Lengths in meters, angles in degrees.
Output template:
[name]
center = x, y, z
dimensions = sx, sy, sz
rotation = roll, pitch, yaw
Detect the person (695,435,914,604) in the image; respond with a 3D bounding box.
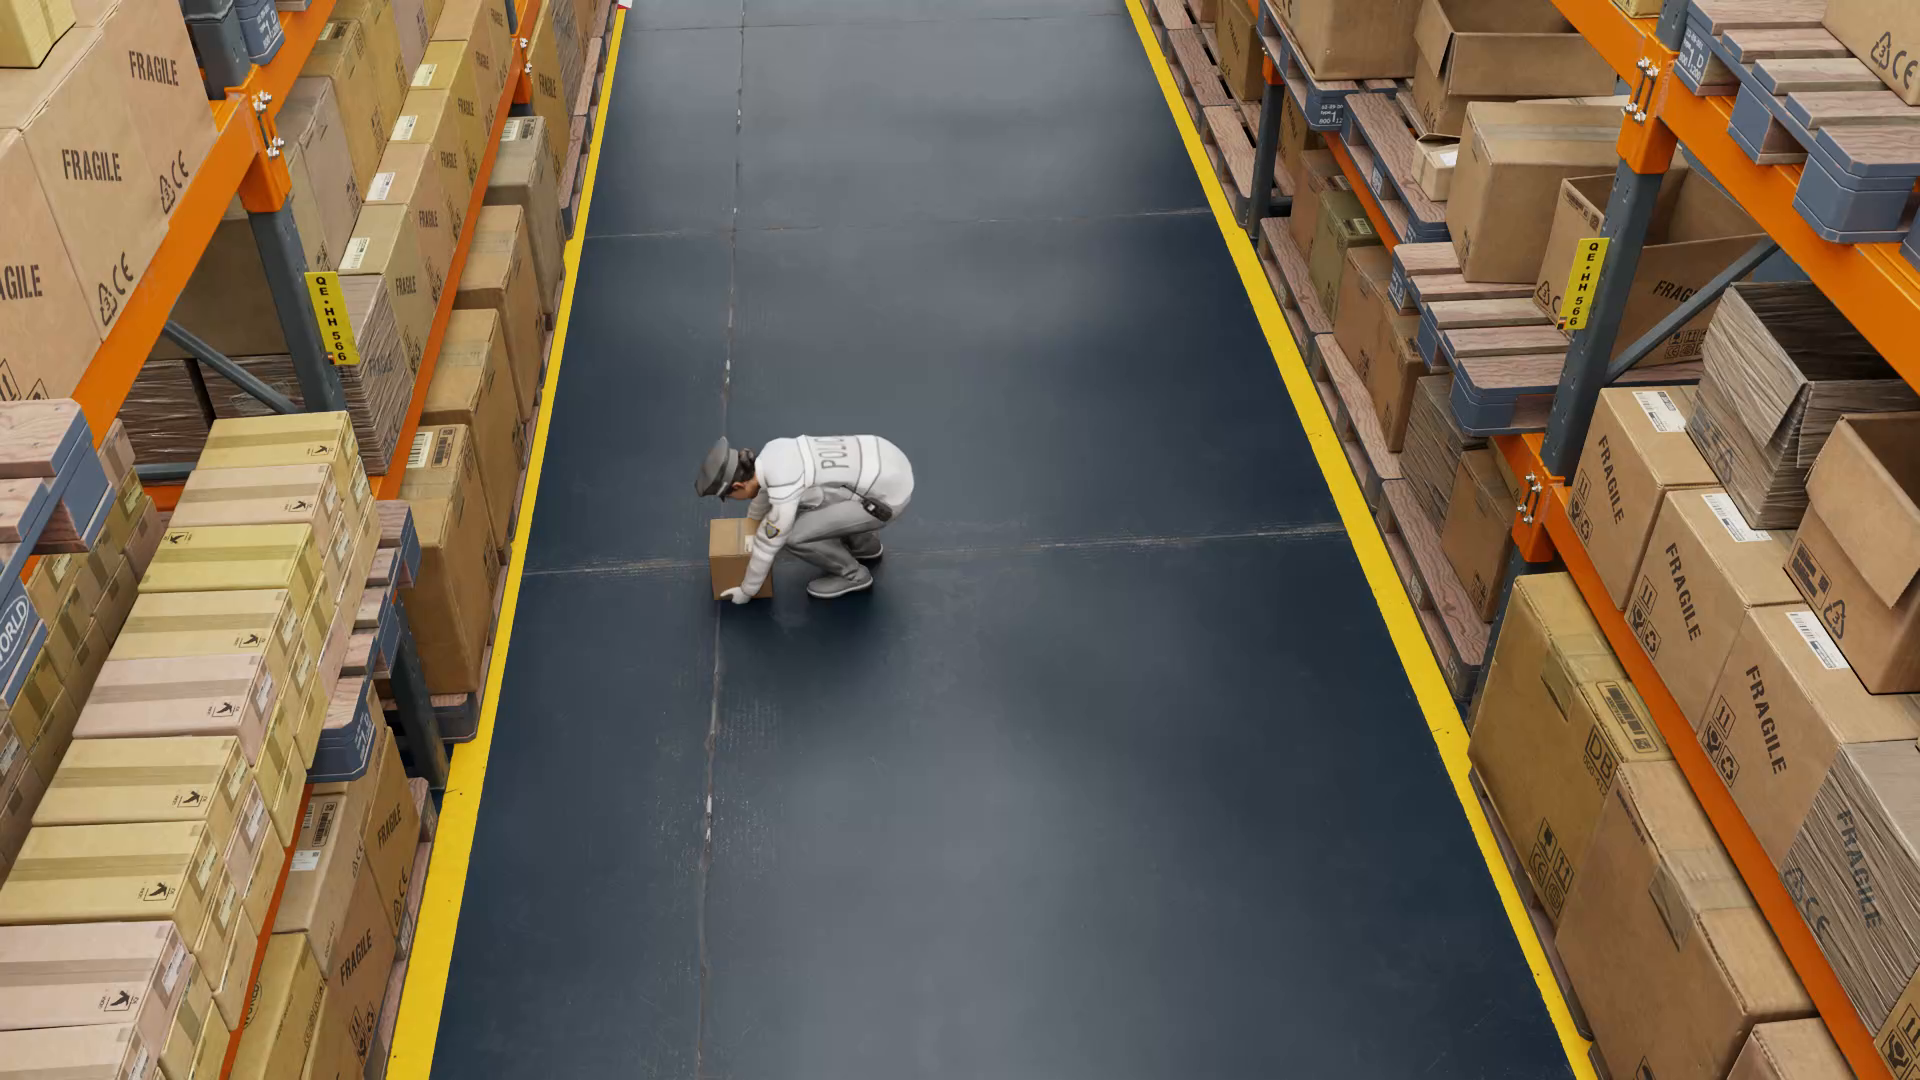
[person]
center = -0.647, -0.128, 7.038
dimensions = 0.907, 0.781, 0.454
rotation = -4, 40, -5
